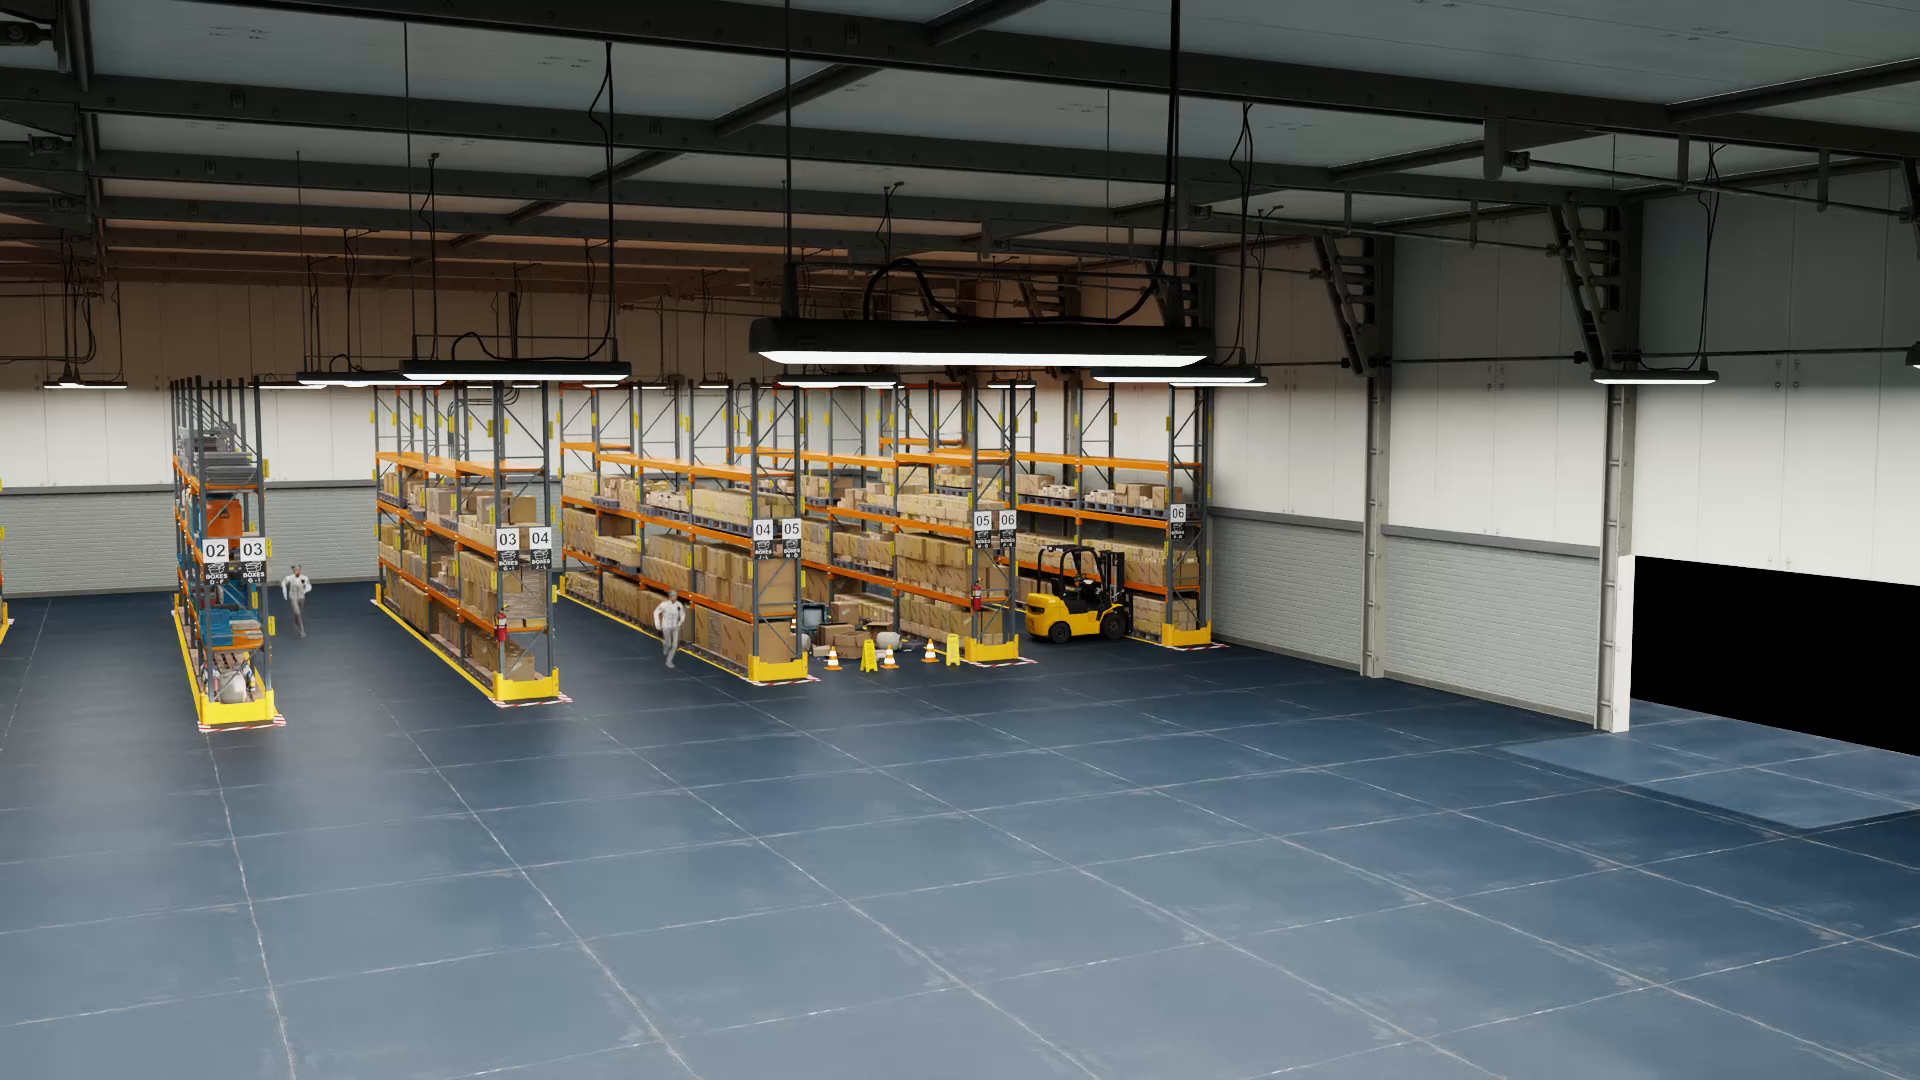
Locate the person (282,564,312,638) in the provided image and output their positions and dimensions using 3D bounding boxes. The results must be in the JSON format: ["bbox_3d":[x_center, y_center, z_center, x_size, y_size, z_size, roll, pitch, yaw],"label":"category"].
[{"bbox_3d":[-15.598,1.403,39.160,0.634,1.702,0.987,-3,6,-31],"label":"person"}]

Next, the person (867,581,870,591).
[{"bbox_3d":[-2.689,0.573,45.443,0.551,1.653,0.557,-3,6,-26],"label":"person"}]

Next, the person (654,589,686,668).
[{"bbox_3d":[-6.056,1.835,34.760,0.651,1.653,0.652,-3,6,-26],"label":"person"}]
